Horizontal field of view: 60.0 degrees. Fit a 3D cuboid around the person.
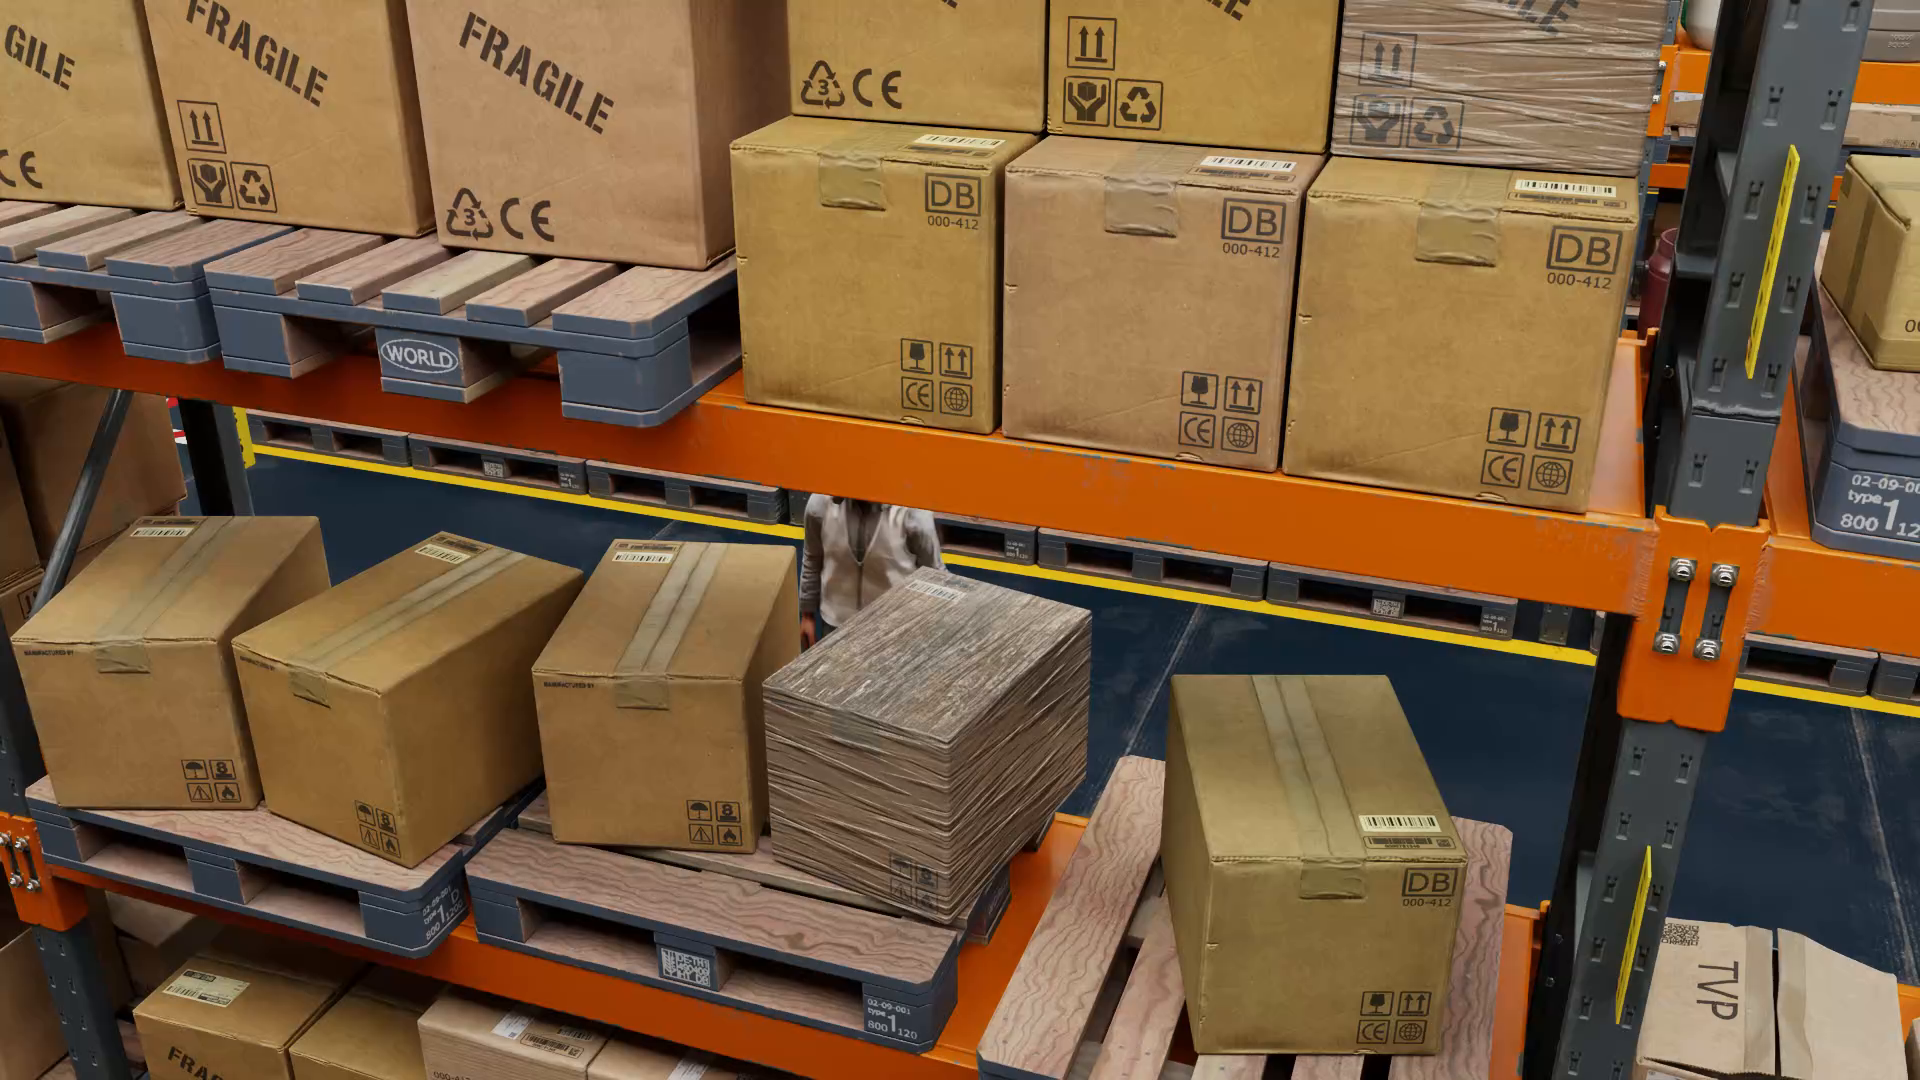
[{"bbox_3d":[-0.342,0.329,6.392,0.585,1.771,0.466,8,27,17],"label":"person"}]
